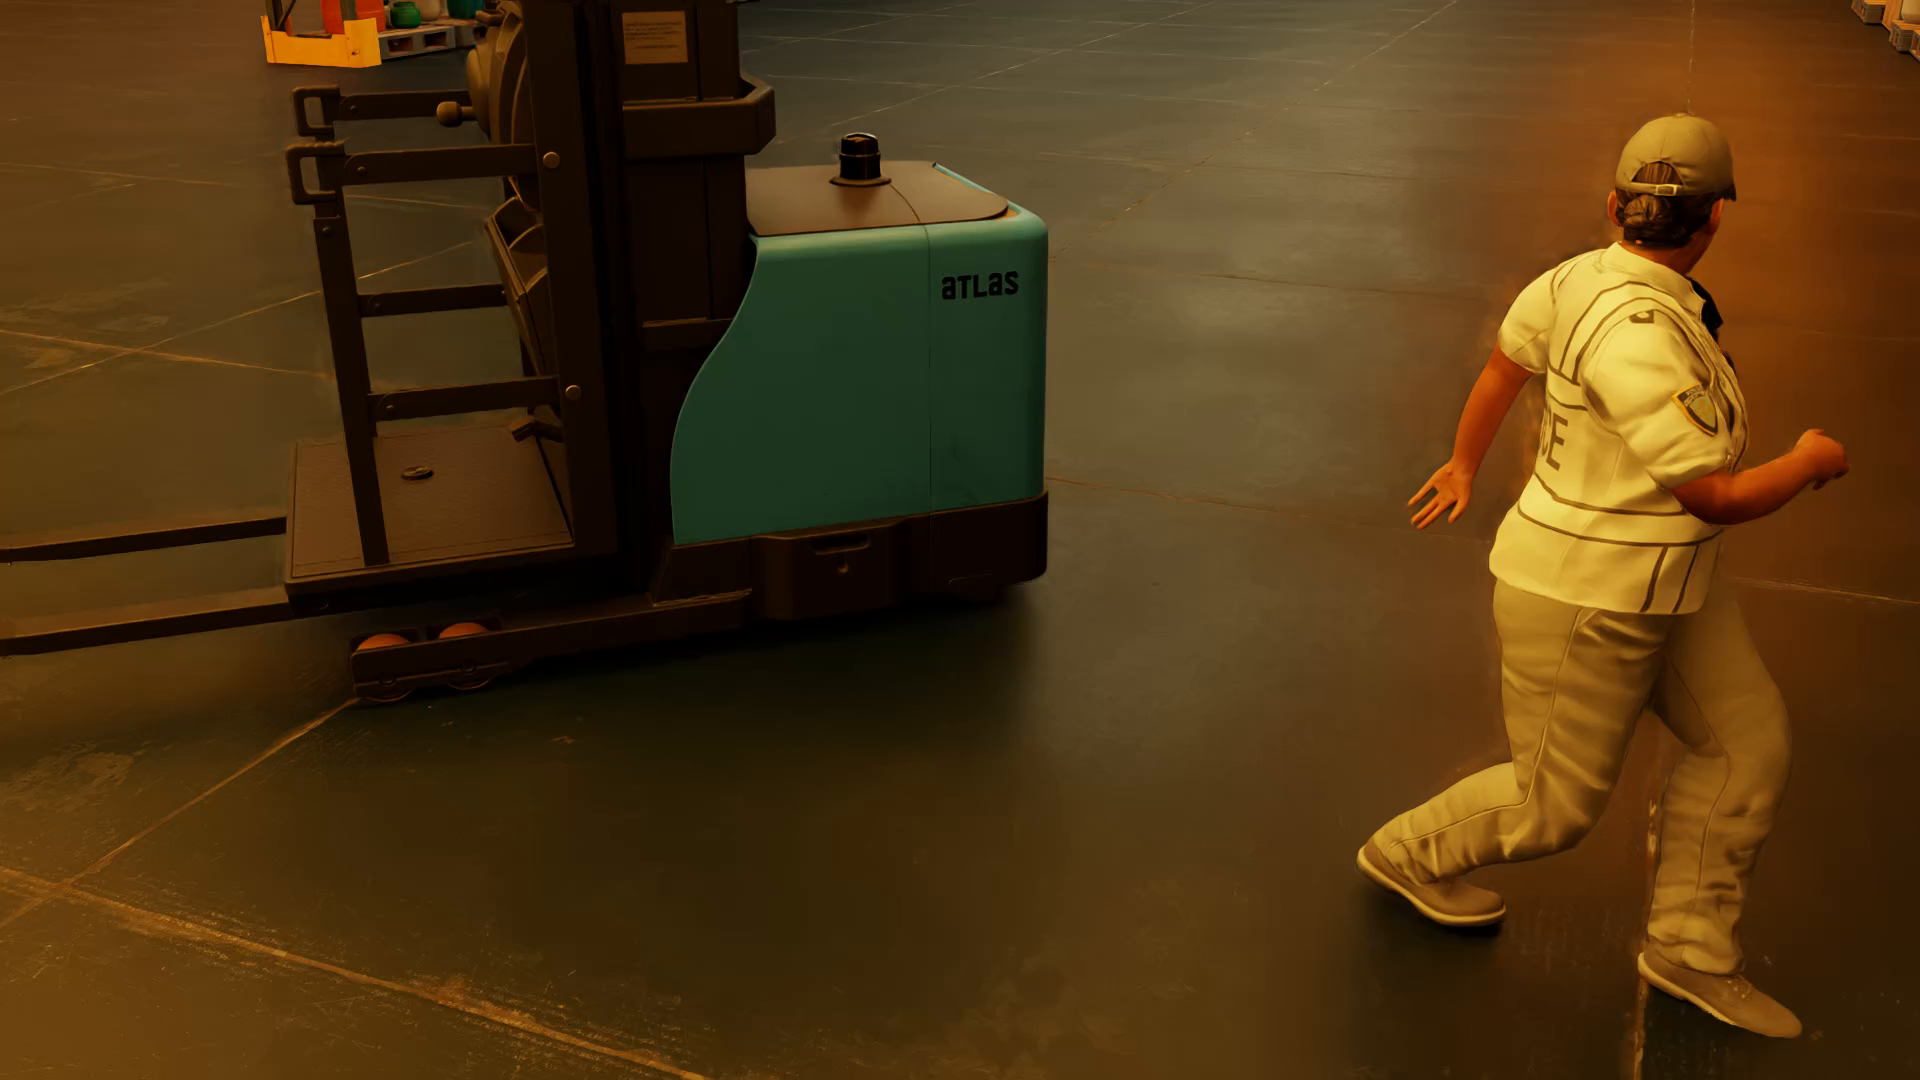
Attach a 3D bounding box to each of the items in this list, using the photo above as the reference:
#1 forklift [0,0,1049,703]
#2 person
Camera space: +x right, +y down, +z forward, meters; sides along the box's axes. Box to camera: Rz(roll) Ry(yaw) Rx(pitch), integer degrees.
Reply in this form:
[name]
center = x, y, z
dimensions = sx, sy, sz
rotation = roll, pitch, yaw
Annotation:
[forklift]
center = -1.327, -1.179, 4.112
dimensions = 3.031, 2.935, 1.130
rotation = -8, 24, -18
[person]
center = 1.157, 0.075, 2.924
dimensions = 0.888, 1.603, 0.504
rotation = 15, 27, 32
